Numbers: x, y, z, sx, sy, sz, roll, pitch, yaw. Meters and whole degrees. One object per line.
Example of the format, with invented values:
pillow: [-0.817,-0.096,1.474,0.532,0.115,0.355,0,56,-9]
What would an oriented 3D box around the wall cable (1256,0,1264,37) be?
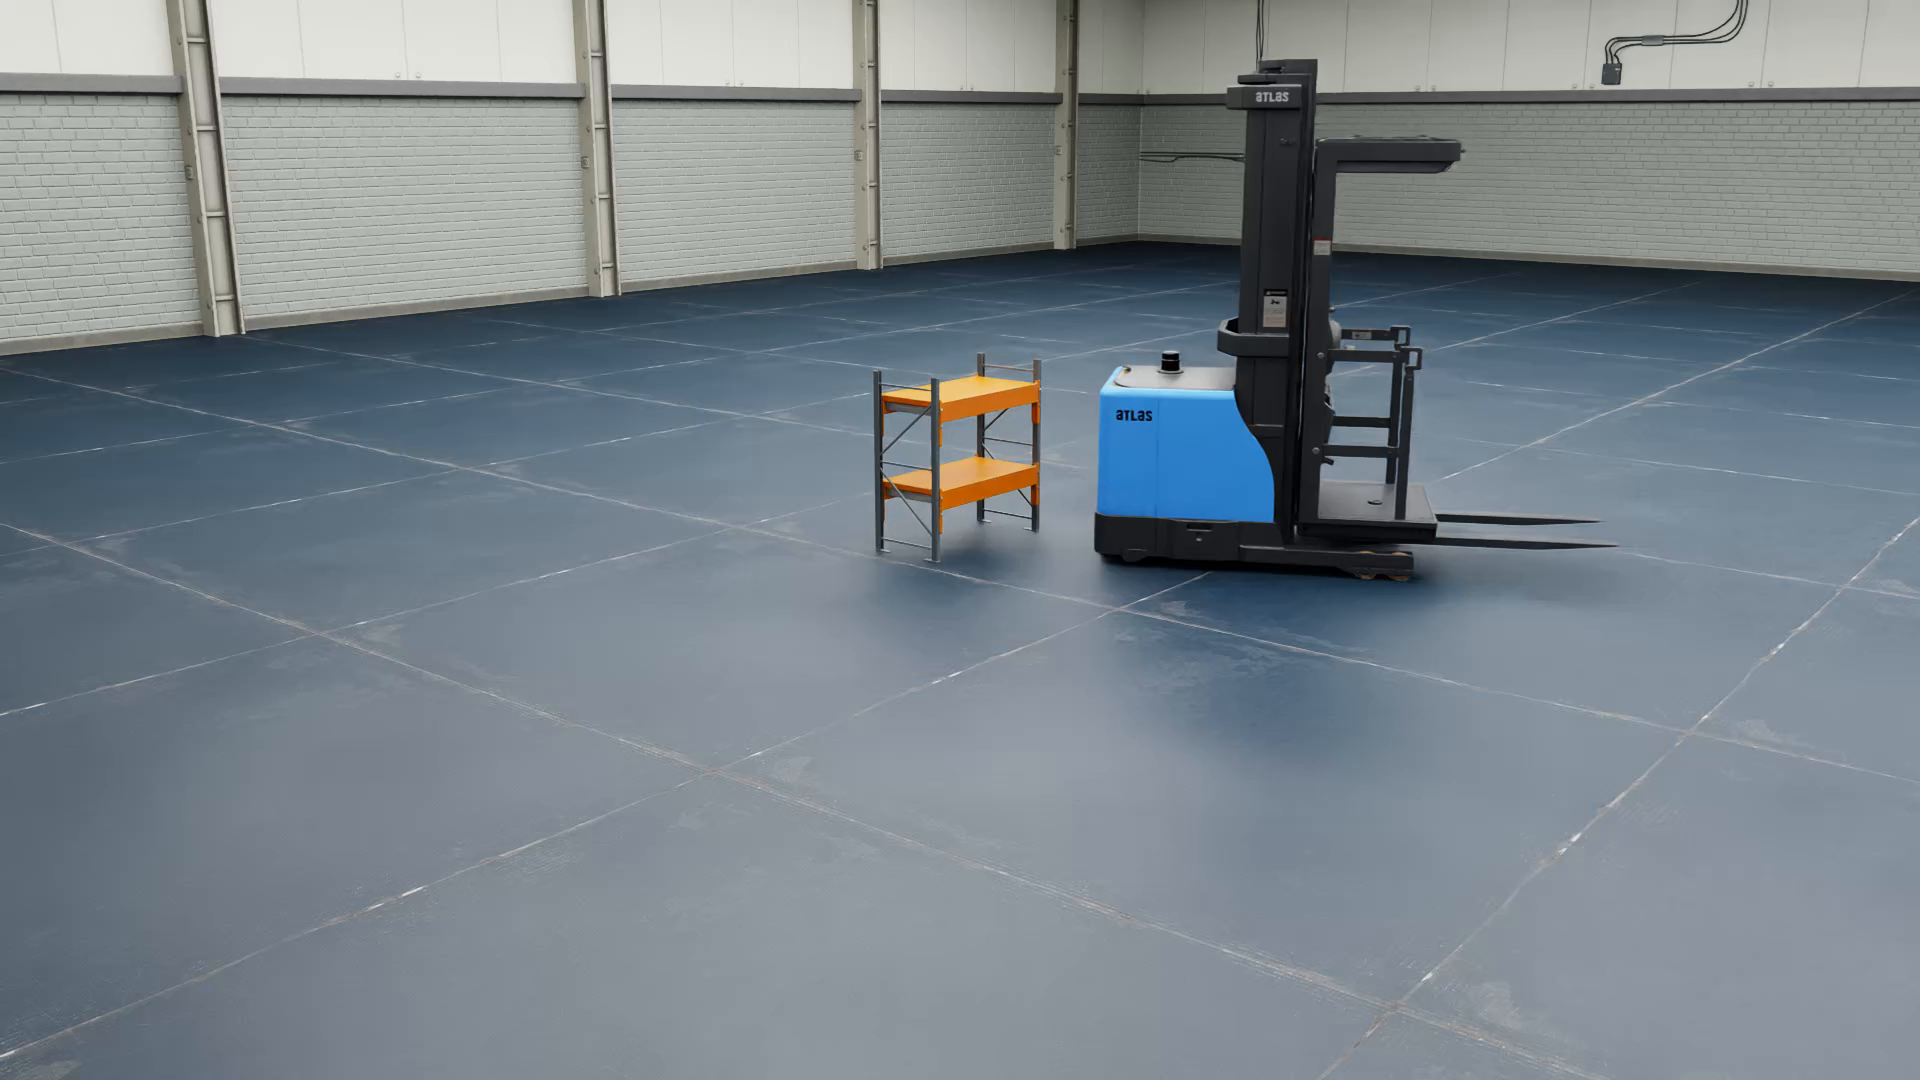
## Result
wall cable: [7.135,-11.256,32.703,3.097,2.526,0.112,11,18,38]

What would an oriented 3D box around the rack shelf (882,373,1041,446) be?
rack shelf: [-0.004,-0.828,10.407,0.538,0.278,1.000,11,18,38]

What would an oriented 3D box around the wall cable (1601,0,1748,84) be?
wall cable: [12.405,-10.908,28.377,2.305,6.003,0.169,11,18,38]

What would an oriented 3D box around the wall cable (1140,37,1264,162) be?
wall cable: [5.031,-9.227,34.973,3.097,2.526,0.112,11,18,38]

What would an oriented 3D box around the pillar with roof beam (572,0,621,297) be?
pillar with roof beam: [-2.043,-7.408,21.506,9.100,9.000,0.400,11,18,38]

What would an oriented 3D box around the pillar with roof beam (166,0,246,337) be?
pillar with roof beam: [-5.814,-6.259,16.983,9.100,9.000,0.400,11,18,38]

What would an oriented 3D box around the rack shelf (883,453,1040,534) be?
rack shelf: [-0.004,-0.307,10.540,0.538,0.278,1.000,11,18,38]

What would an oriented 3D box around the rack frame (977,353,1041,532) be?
rack frame: [0.315,-0.641,10.863,0.500,1.125,0.032,11,18,38]

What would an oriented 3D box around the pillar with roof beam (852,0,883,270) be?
pillar with roof beam: [1.728,-8.557,26.029,9.100,9.000,0.400,11,18,38]

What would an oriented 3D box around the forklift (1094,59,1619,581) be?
forklift: [2.383,-1.325,9.886,3.031,2.935,1.130,3,15,11]

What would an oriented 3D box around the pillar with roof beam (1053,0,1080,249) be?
pillar with roof beam: [5.499,-9.706,30.553,9.100,9.000,0.400,11,18,38]

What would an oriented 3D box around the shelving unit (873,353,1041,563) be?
shelving unit: [-0.004,-0.544,10.479,0.538,1.125,1.048,11,18,38]

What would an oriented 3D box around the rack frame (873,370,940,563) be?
rack frame: [-0.324,-0.447,10.096,0.500,1.125,0.032,11,18,38]
